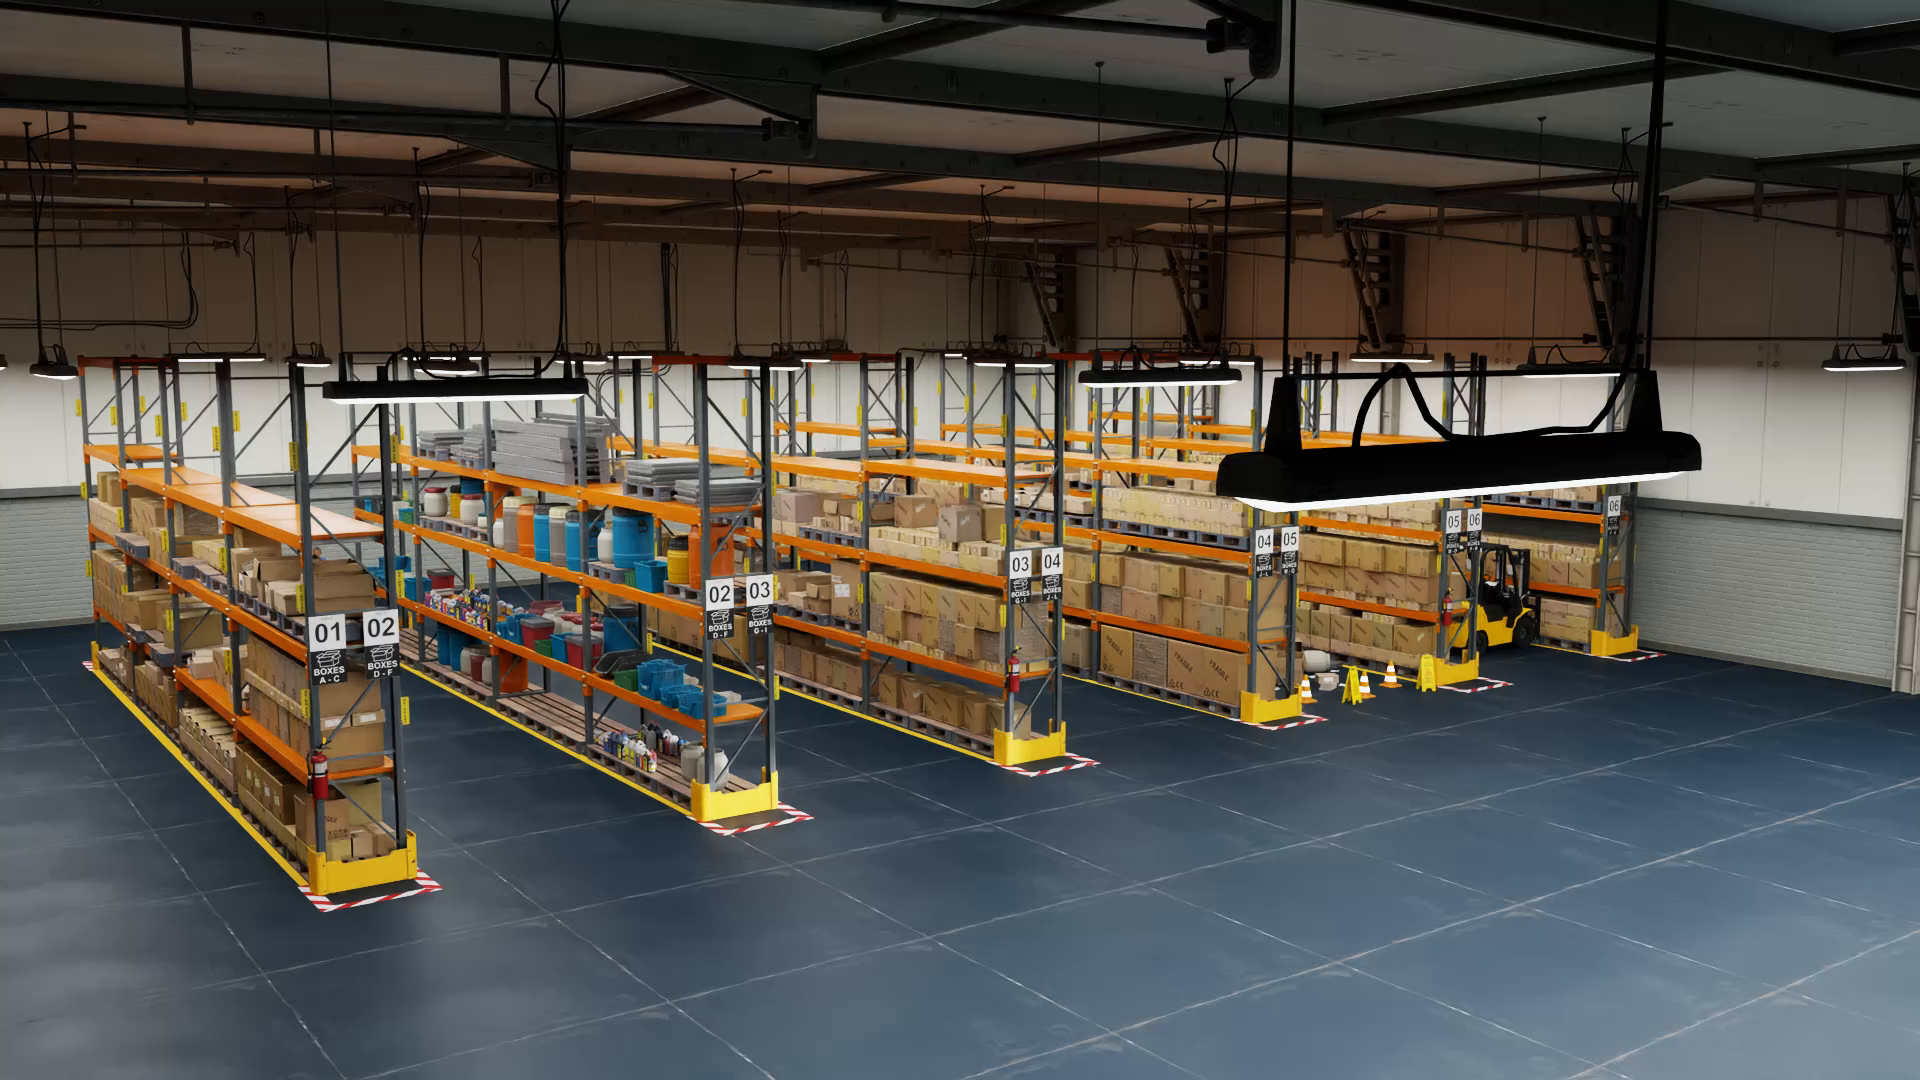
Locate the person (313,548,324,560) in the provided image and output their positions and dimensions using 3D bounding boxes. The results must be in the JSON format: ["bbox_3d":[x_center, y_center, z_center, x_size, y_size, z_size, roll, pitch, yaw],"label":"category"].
[{"bbox_3d":[-14.484,0.976,37.443,0.448,1.596,0.989,-2,7,-19],"label":"person"}]
